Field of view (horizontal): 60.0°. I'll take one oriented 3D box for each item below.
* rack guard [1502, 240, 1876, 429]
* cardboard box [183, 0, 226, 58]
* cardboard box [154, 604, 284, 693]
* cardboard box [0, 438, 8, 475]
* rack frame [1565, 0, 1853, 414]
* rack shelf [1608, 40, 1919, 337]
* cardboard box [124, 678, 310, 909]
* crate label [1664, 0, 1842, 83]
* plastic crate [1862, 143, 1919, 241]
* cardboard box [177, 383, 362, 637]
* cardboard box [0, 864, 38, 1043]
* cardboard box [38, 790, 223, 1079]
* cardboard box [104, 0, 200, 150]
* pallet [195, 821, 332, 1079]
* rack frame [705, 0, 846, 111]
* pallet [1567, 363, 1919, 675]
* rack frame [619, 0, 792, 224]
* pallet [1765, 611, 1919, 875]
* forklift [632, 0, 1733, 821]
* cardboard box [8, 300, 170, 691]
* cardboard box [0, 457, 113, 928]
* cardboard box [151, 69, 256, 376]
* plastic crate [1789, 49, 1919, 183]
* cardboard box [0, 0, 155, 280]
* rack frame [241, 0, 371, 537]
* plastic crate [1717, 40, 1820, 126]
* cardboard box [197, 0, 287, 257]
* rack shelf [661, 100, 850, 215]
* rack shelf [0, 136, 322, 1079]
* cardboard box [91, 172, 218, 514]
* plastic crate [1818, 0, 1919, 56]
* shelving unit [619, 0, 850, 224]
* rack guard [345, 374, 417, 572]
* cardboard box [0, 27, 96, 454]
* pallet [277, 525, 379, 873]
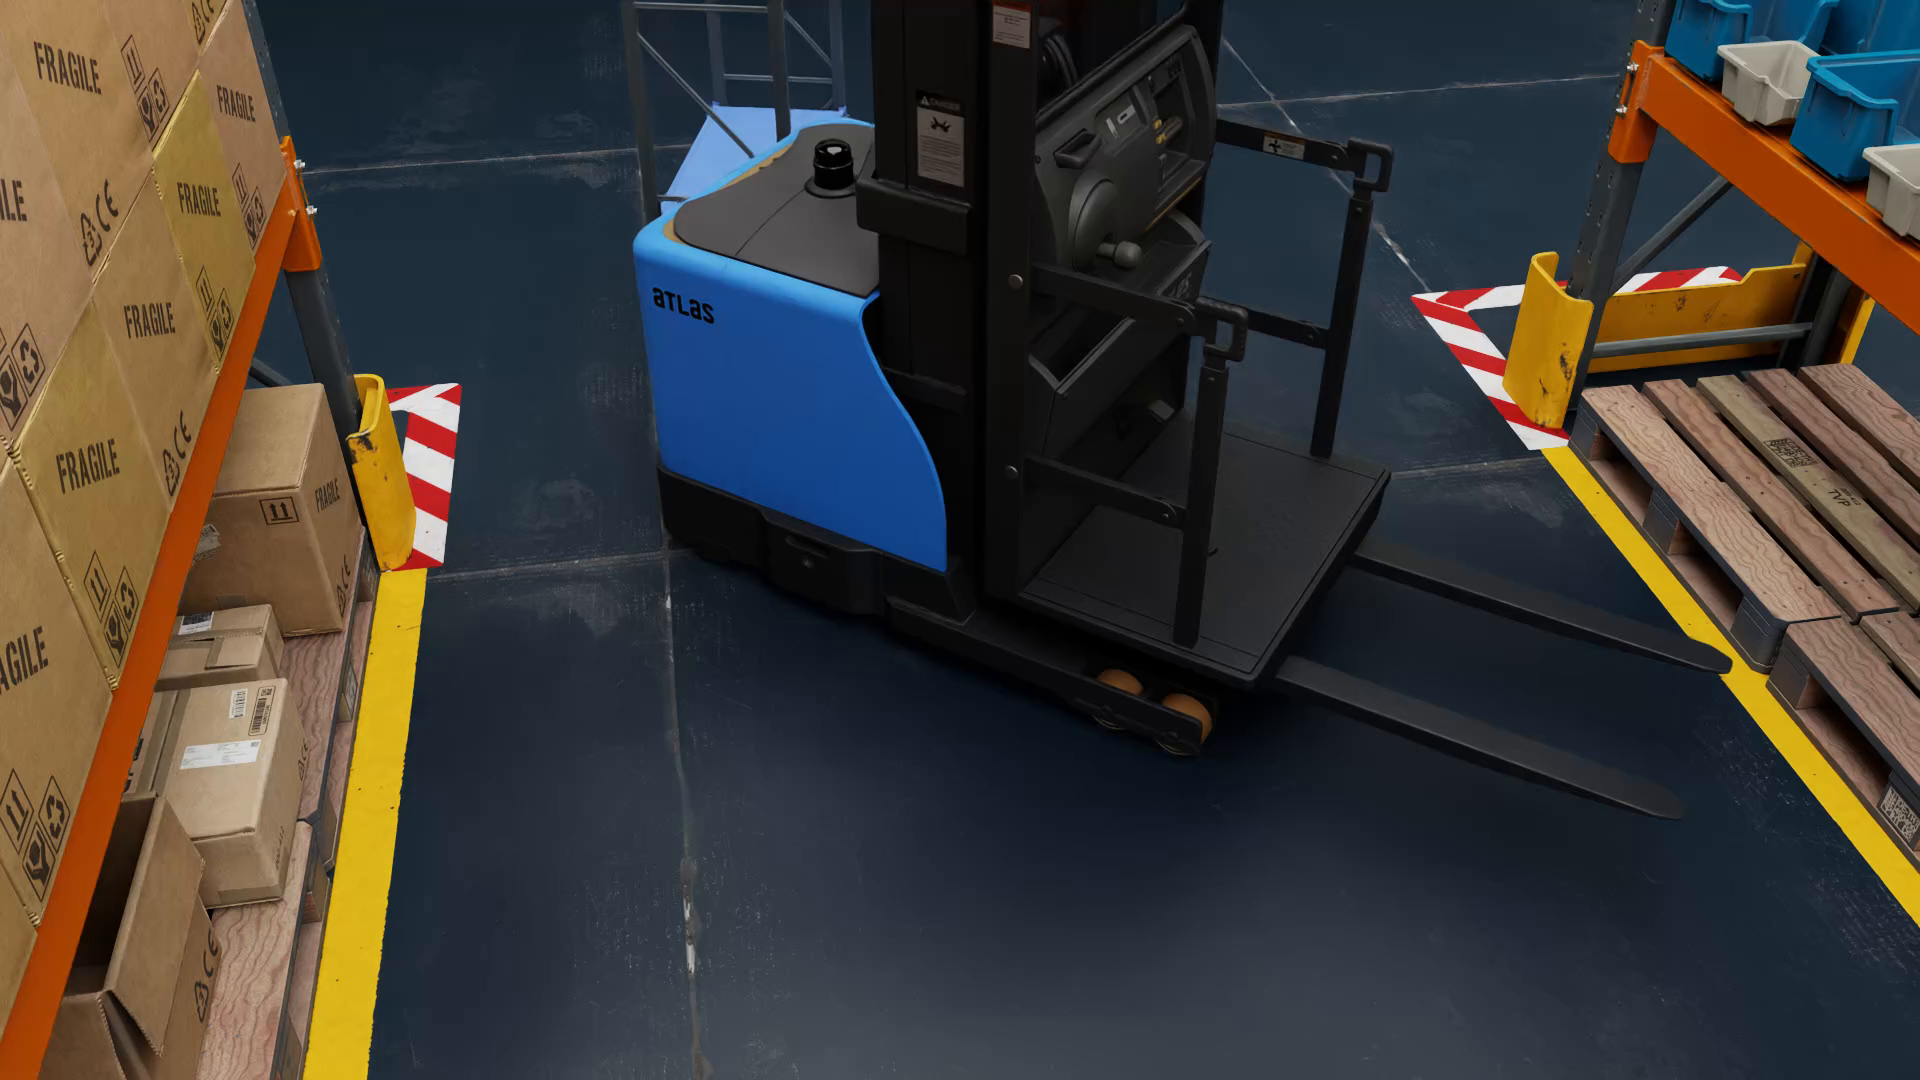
[{"bbox_3d":[2.540,-0.740,5.795,1.175,0.500,0.348,-6,38,-8],"label":"rack guard"},{"bbox_3d":[-1.972,-1.379,3.683,0.500,0.500,0.500,-7,38,-8],"label":"cardboard box"},{"bbox_3d":[-2.000,0.318,4.347,0.380,0.166,0.250,-6,38,-8],"label":"cardboard box"},{"bbox_3d":[-1.605,-0.139,2.087,0.500,0.500,0.500,-7,38,-9],"label":"cardboard box"},{"bbox_3d":[2.557,-1.714,5.011,1.000,3.000,0.127,-6,38,-8],"label":"rack frame"},{"bbox_3d":[2.907,-0.222,3.677,1.077,0.370,4.000,-6,38,-8],"label":"rack shelf"},{"bbox_3d":[-1.846,0.608,3.906,0.500,0.250,0.500,-6,38,-8],"label":"cardboard box"},{"bbox_3d":[2.276,-1.487,4.807,0.416,0.233,0.303,-6,38,-8],"label":"crate label"},{"bbox_3d":[2.370,-0.837,4.048,0.250,0.136,0.298,-6,38,-8],"label":"plastic crate"},{"bbox_3d":[-1.983,-0.068,4.572,0.500,0.500,0.500,-6,38,-8],"label":"cardboard box"},{"bbox_3d":[-1.533,0.547,2.020,0.500,0.500,0.500,-6,38,-7],"label":"cardboard box"},{"bbox_3d":[-1.954,0.910,3.309,0.797,0.503,0.637,-6,38,-8],"label":"cardboard box"},{"bbox_3d":[-1.882,-1.074,3.290,0.500,0.500,0.500,-5,38,-7],"label":"cardboard box"},{"bbox_3d":[-1.956,1.180,3.559,1.003,0.211,1.213,-6,38,-8],"label":"pallet"},{"bbox_3d":[-0.683,-1.731,6.256,0.500,1.500,0.032,4,38,5],"label":"rack frame"},{"bbox_3d":[2.663,-0.111,5.220,1.003,0.211,1.213,-6,38,-8],"label":"pallet"},{"bbox_3d":[-0.786,-1.111,5.457,0.500,1.500,0.032,4,38,5],"label":"rack frame"},{"bbox_3d":[2.874,0.625,4.274,1.003,0.211,1.213,-6,38,-8],"label":"pallet"},{"bbox_3d":[0.605,-0.951,4.085,3.031,2.935,1.130,20,42,23],"label":"forklift"},{"bbox_3d":[-1.709,-0.062,2.804,0.500,0.500,0.500,-7,38,-9],"label":"cardboard box"},{"bbox_3d":[-1.619,0.245,2.409,0.500,0.500,0.500,-6,38,-8],"label":"cardboard box"},{"bbox_3d":[-1.880,-0.669,3.584,0.500,0.500,0.500,-6,38,-8],"label":"cardboard box"},{"bbox_3d":[2.391,-1.089,4.295,0.416,0.233,0.300,-6,38,-8],"label":"plastic crate"},{"bbox_3d":[-1.787,-0.761,2.888,0.500,0.500,0.500,-5,38,-7],"label":"cardboard box"},{"bbox_3d":[-2.321,-1.184,4.328,1.000,3.000,0.127,-6,38,-8],"label":"rack frame"},{"bbox_3d":[2.251,-1.246,4.575,0.250,0.136,0.298,-6,38,-8],"label":"plastic crate"},{"bbox_3d":[-1.974,-0.982,3.987,0.500,0.500,0.500,-5,38,-7],"label":"cardboard box"},{"bbox_3d":[-0.735,-1.279,5.967,0.538,0.185,1.000,4,38,5],"label":"rack shelf"},{"bbox_3d":[-1.970,0.309,2.994,1.077,0.370,4.000,-6,38,-8],"label":"rack shelf"},{"bbox_3d":[-1.798,-0.367,3.196,0.500,0.500,0.500,-6,38,-8],"label":"cardboard box"},{"bbox_3d":[2.799,-1.570,4.748,0.616,0.435,0.499,-6,38,-8],"label":"plastic crate"},{"bbox_3d":[-0.735,-1.421,5.856,0.538,1.500,1.048,4,38,5],"label":"shelving unit"},{"bbox_3d":[-2.307,-0.150,5.036,1.175,0.500,0.348,-6,38,-8],"label":"rack guard"},{"bbox_3d":[-1.697,-0.451,2.489,0.500,0.500,0.500,-5,38,-7],"label":"cardboard box"},{"bbox_3d":[-2.166,0.445,4.505,1.003,0.211,1.213,-6,38,-8],"label":"pallet"}]
